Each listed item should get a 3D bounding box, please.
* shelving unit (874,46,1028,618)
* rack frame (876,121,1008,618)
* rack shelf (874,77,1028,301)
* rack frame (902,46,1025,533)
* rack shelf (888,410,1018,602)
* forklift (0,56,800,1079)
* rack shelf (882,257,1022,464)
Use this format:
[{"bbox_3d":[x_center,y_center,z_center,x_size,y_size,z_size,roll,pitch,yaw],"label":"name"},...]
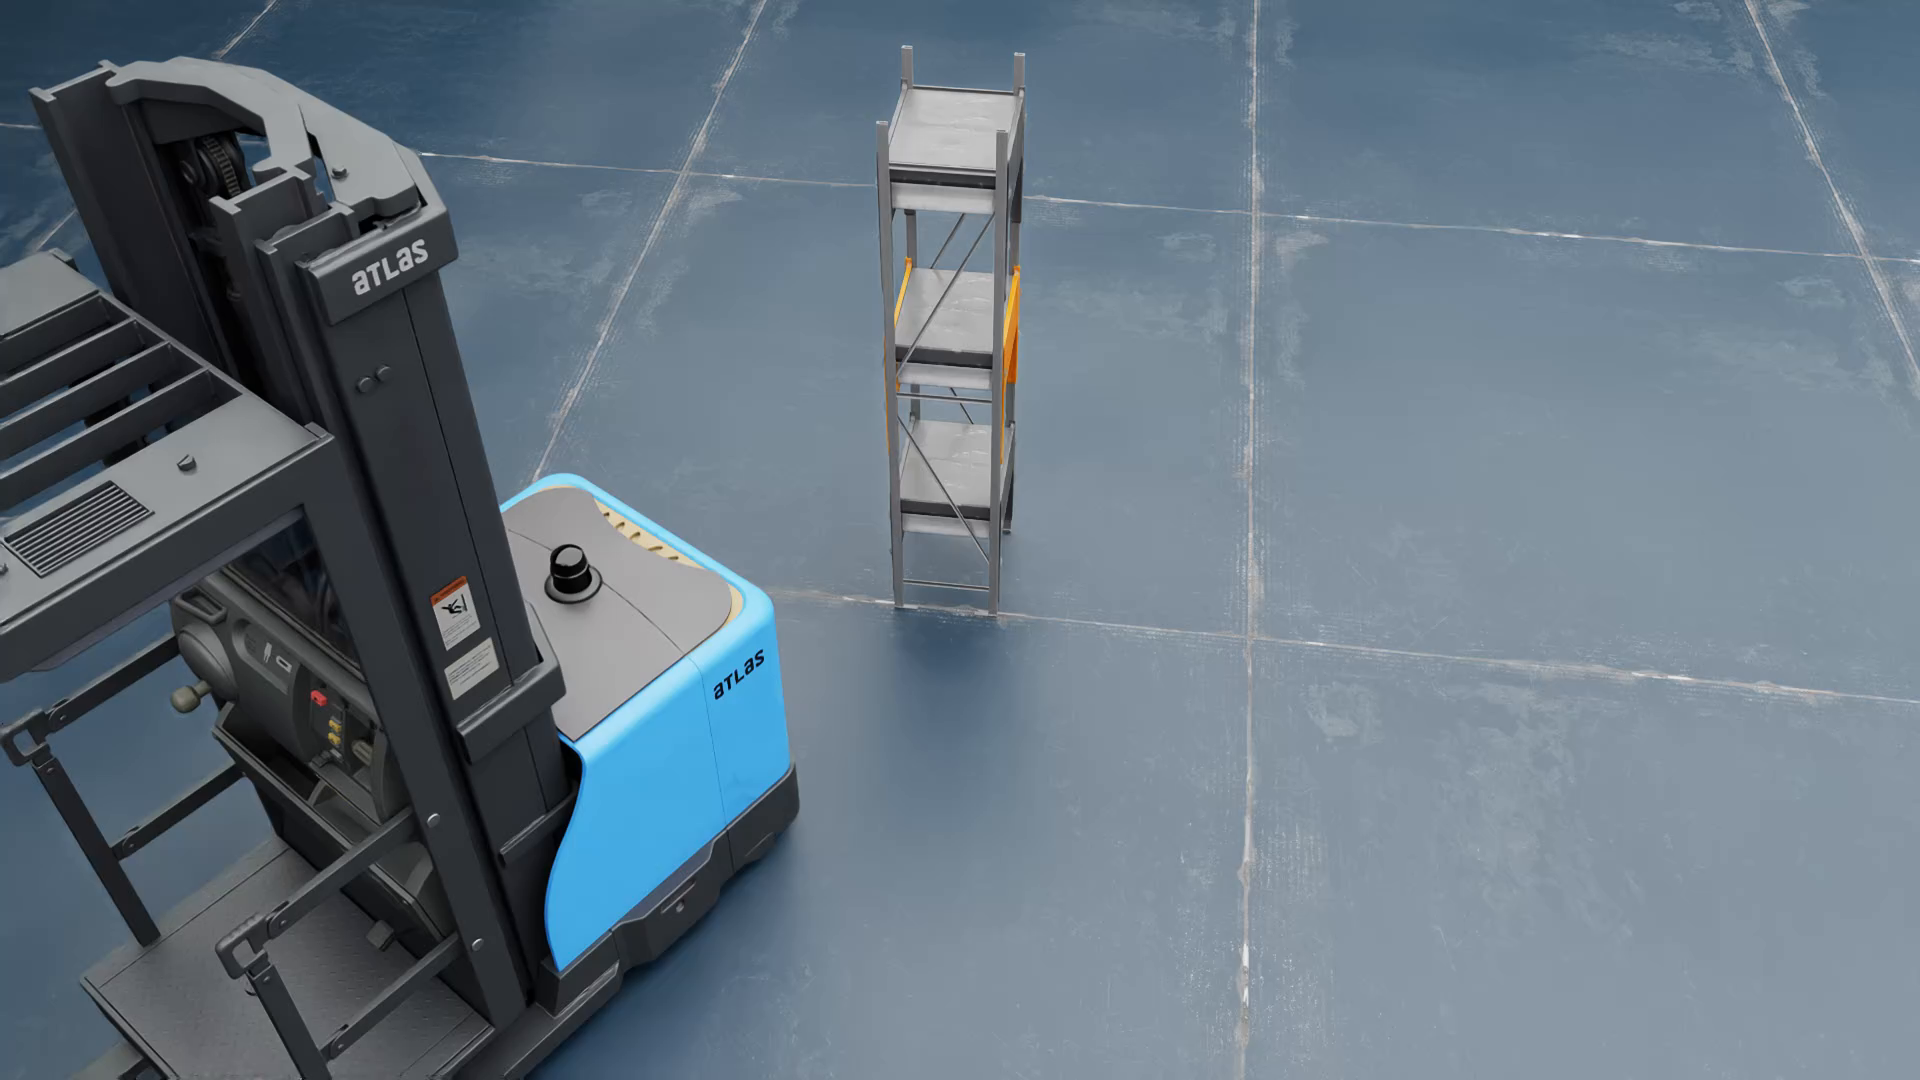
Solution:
[{"bbox_3d":[-0.022,-0.650,5.909,0.431,2.100,0.503,5,44,6],"label":"shelving unit"},{"bbox_3d":[-0.054,-0.483,5.733,0.400,2.100,0.015,5,44,6],"label":"rack frame"},{"bbox_3d":[-0.022,-1.148,5.437,0.431,0.518,0.480,5,44,6],"label":"rack shelf"},{"bbox_3d":[0.010,-0.816,6.085,0.400,2.100,0.015,5,44,6],"label":"rack frame"},{"bbox_3d":[-0.022,-0.131,6.400,0.431,0.518,0.480,5,44,6],"label":"rack shelf"},{"bbox_3d":[-1.872,0.463,4.129,1.130,2.935,3.031,30,51,27],"label":"forklift"},{"bbox_3d":[-0.022,-0.640,5.918,0.431,0.518,0.480,5,44,6],"label":"rack shelf"}]
